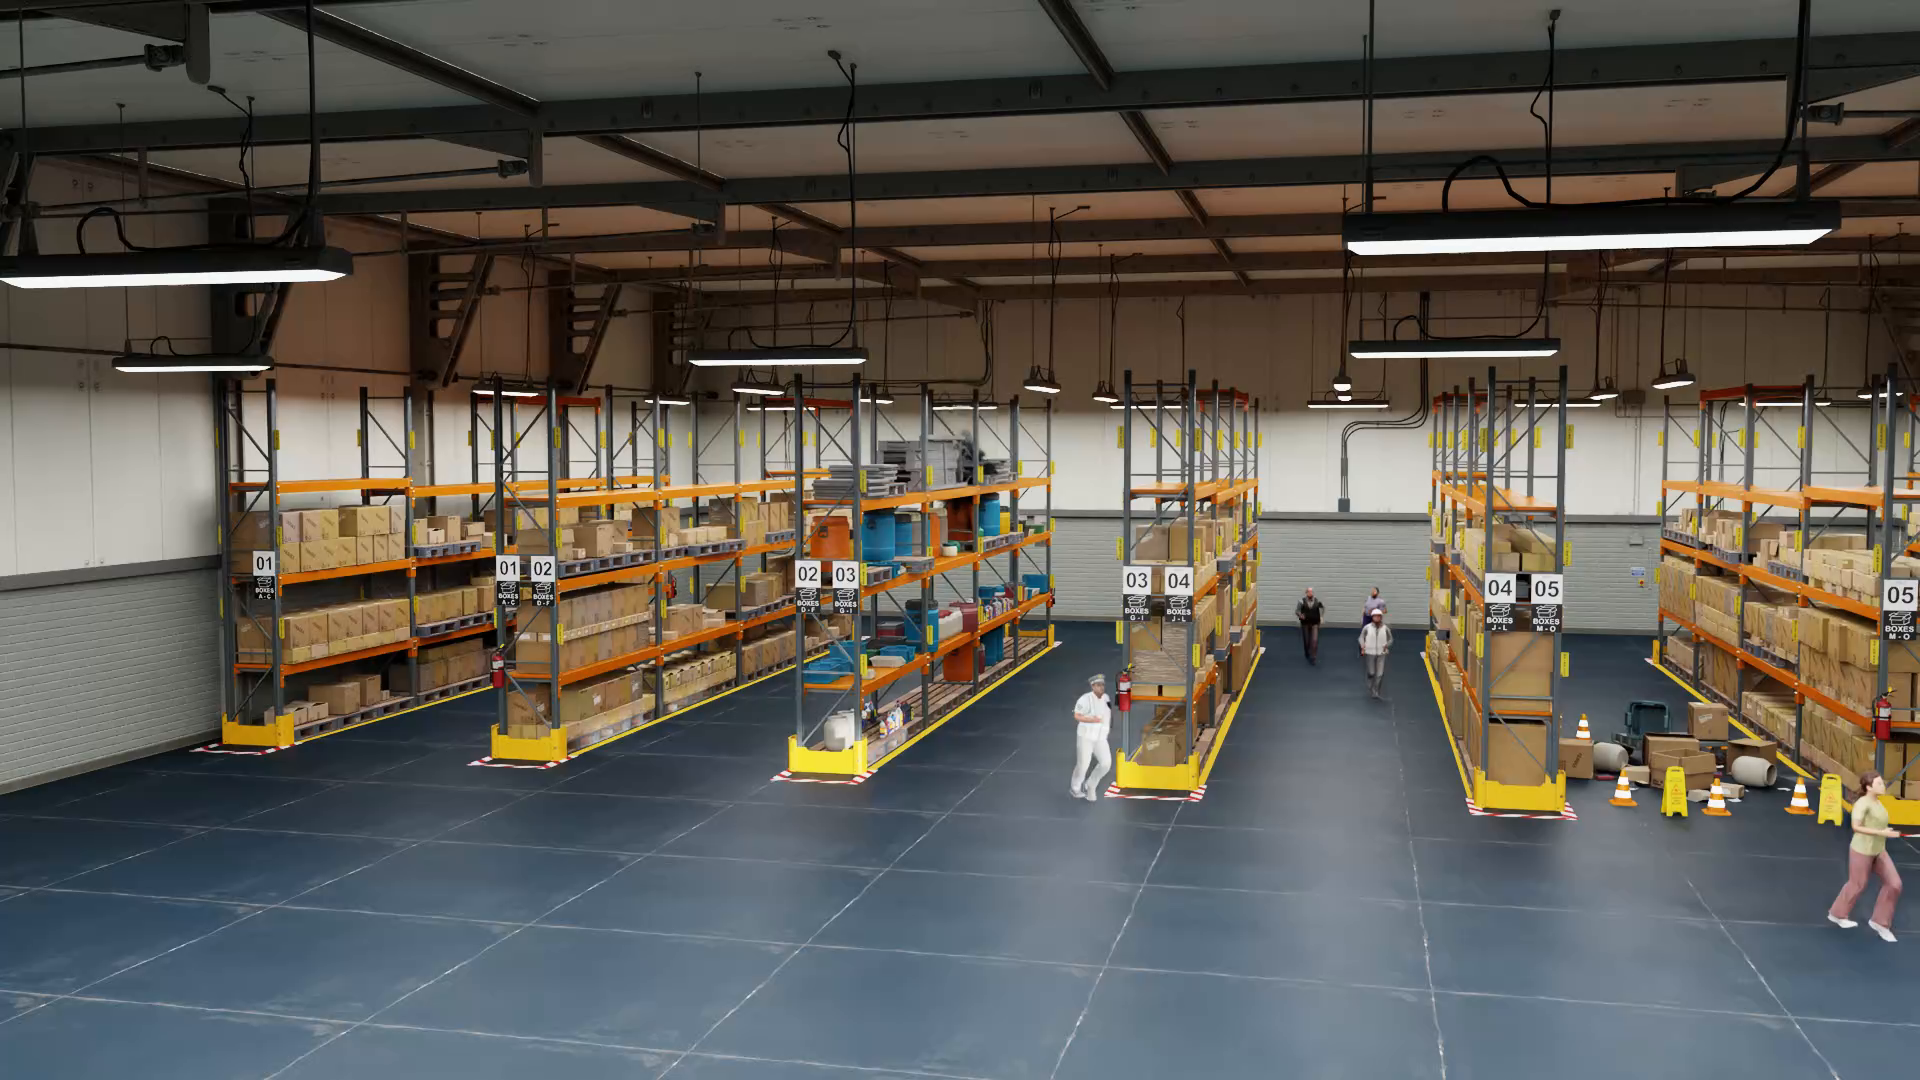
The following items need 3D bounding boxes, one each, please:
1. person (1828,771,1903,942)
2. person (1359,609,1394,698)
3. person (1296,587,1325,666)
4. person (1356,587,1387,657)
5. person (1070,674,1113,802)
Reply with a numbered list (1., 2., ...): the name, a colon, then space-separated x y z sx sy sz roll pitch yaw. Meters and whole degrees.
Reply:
1. person: 9.116 3.188 16.745 0.561 1.690 0.723 -2 4 -31
2. person: 8.102 2.203 32.364 0.658 1.726 0.582 1 3 9
3. person: 7.866 1.912 37.363 0.649 1.717 0.930 1 3 11
4. person: 9.609 1.902 38.583 0.640 1.640 0.816 3 5 42
5. person: 1.893 2.757 23.066 0.661 1.809 0.693 -2 4 -24
